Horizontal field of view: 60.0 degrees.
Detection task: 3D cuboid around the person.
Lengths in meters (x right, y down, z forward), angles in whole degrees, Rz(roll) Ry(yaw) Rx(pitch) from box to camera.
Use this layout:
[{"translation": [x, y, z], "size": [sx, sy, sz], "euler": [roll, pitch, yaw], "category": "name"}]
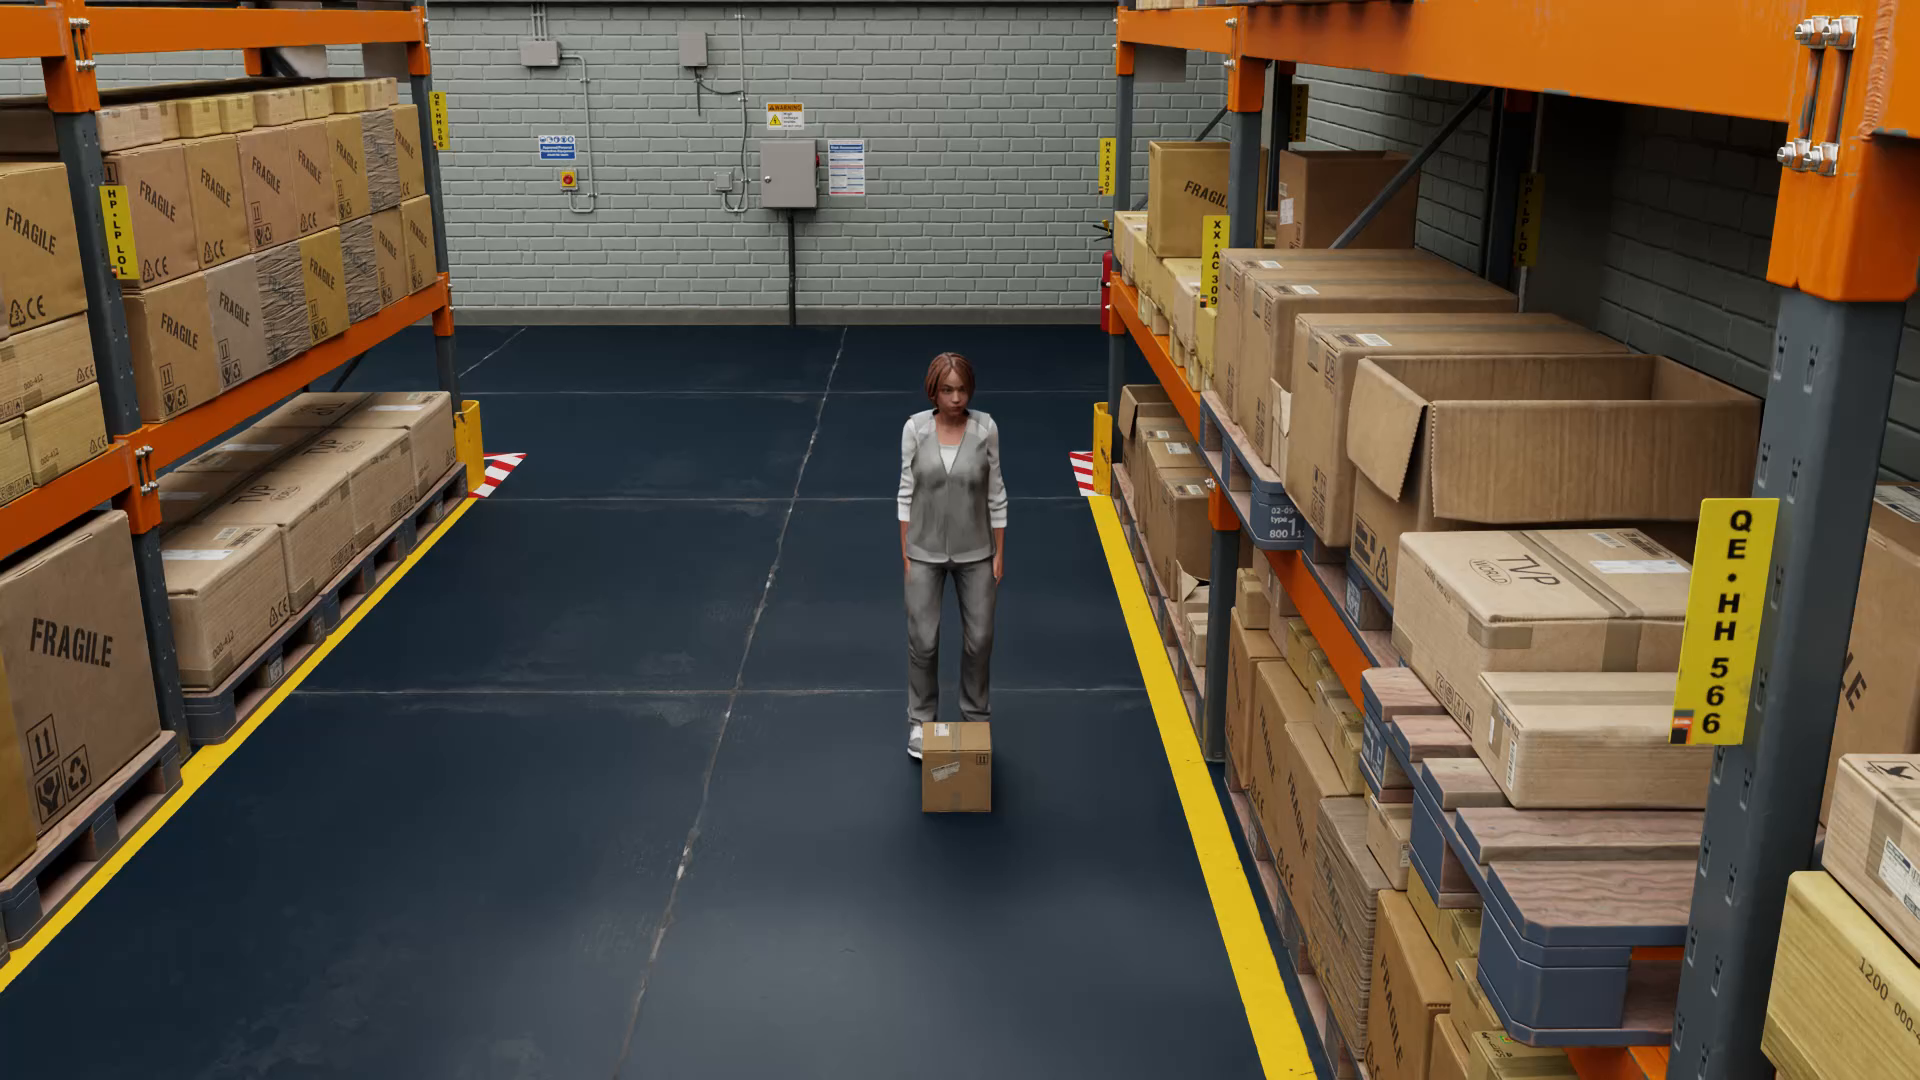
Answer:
[{"translation": [-0.027, 0.062, 6.383], "size": [0.420, 1.589, 0.312], "euler": [-1, 17, -2], "category": "person"}]
